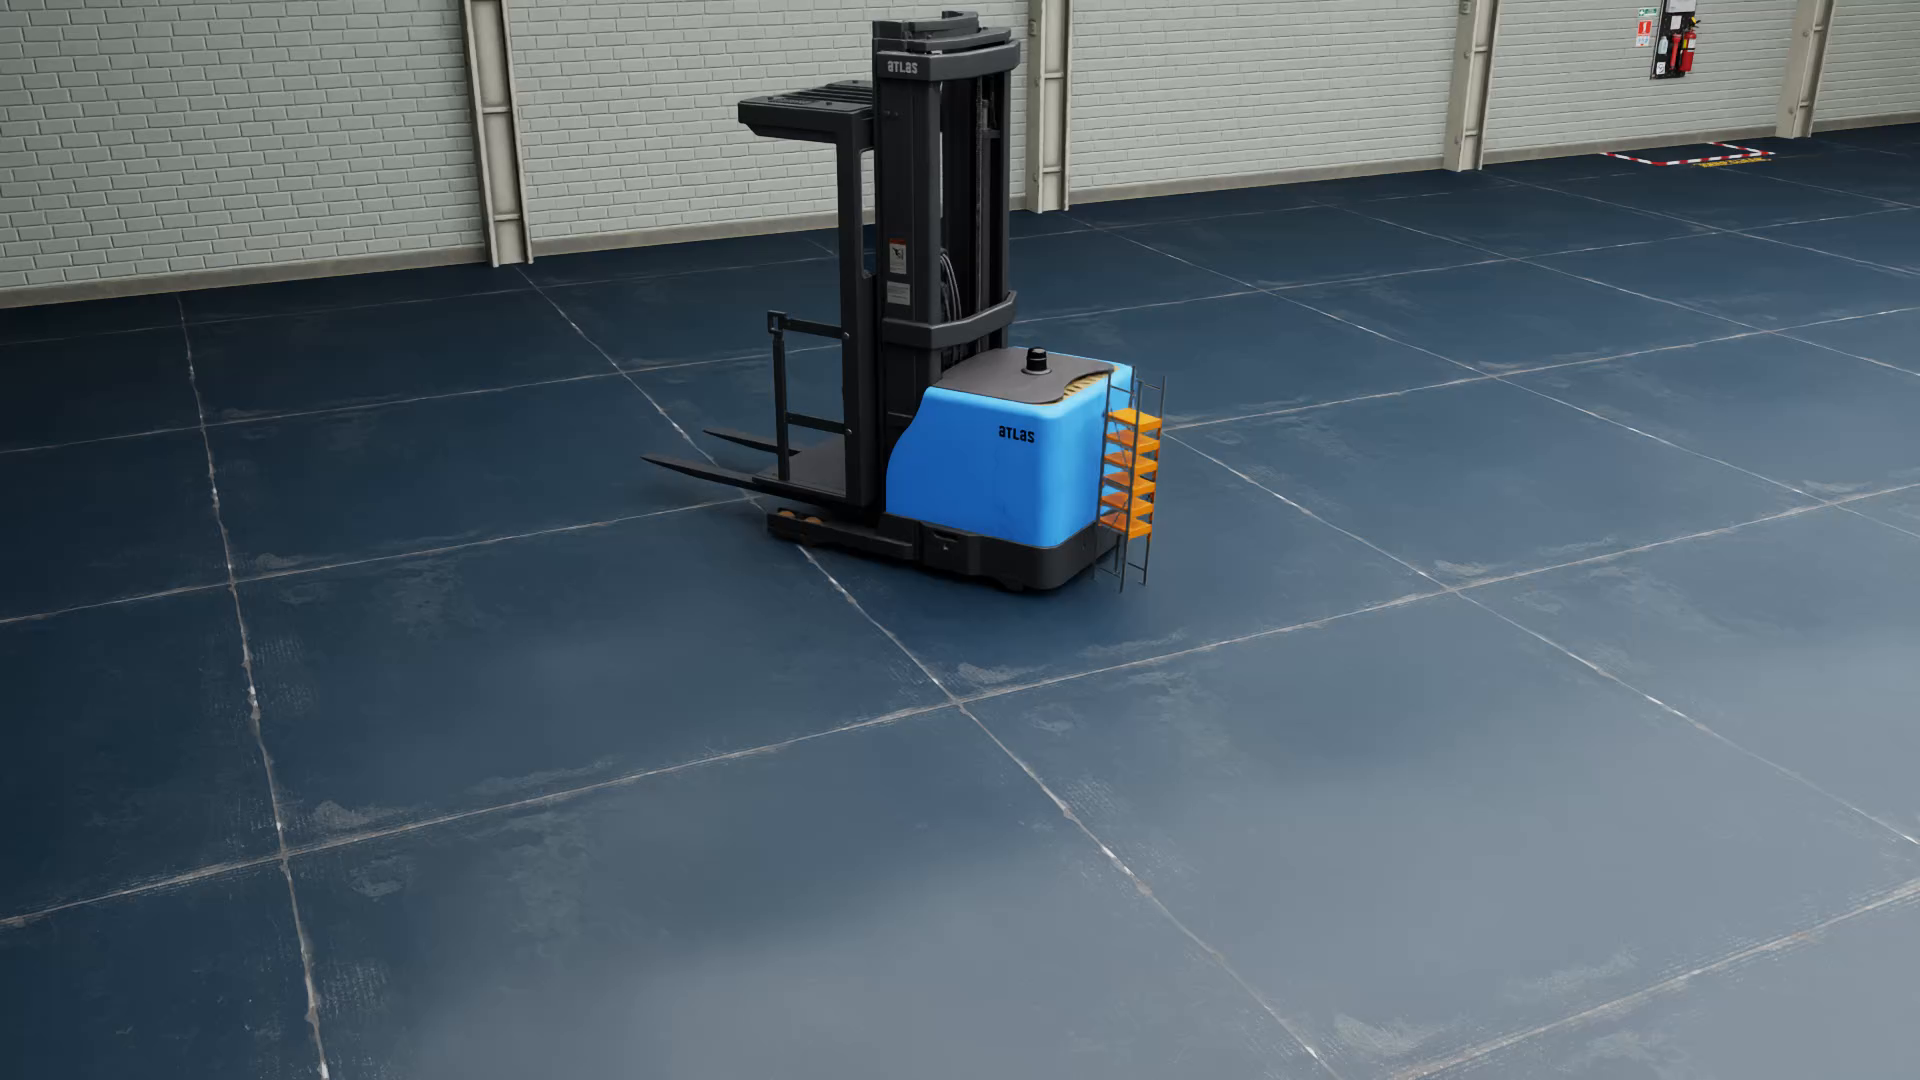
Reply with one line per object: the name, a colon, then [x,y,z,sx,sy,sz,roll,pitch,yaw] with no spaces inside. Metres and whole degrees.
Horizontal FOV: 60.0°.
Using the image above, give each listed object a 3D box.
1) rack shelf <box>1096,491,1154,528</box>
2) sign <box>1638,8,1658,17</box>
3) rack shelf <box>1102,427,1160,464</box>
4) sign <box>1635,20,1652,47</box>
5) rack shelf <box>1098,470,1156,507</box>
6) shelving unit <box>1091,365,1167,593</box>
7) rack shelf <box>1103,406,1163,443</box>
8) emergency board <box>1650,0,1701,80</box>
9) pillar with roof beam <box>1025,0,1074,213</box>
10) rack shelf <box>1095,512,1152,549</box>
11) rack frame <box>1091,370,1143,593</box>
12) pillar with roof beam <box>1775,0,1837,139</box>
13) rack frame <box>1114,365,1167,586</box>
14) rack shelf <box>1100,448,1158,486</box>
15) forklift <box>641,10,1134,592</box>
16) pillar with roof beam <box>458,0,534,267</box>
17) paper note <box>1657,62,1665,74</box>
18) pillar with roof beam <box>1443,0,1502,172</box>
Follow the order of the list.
rack shelf: [0.894,-0.170,9.003,0.180,0.103,0.258,-16,29,-39]
sign: [9.014,-6.915,21.793,0.331,0.109,0.001,-10,25,-24]
rack shelf: [0.911,-0.503,8.867,0.180,0.103,0.258,-16,29,-39]
sign: [9.006,-6.672,21.900,0.234,0.329,0.001,-10,25,-24]
rack shelf: [0.900,-0.281,8.958,0.180,0.103,0.258,-16,29,-39]
shelving unit: [0.902,-0.322,8.941,0.189,1.200,0.258,-16,29,-39]
rack shelf: [0.916,-0.614,8.822,0.180,0.103,0.258,-16,29,-39]
emergency board: [9.549,-6.712,22.042,0.643,1.169,0.194,-10,25,-24]
pillar with roof beam: [2.847,-6.406,13.461,0.400,9.000,9.100,-10,25,-24]
rack shelf: [0.889,-0.059,9.049,0.180,0.103,0.258,-16,29,-39]
rack frame: [0.833,-0.302,8.884,0.006,1.200,0.240,-16,29,-39]
pillar with roof beam: [13.659,-8.397,18.269,0.400,9.000,9.100,-10,25,-24]
rack frame: [0.970,-0.342,8.998,0.006,1.200,0.240,-16,29,-39]
rack shelf: [0.905,-0.392,8.913,0.180,0.103,0.258,-16,29,-39]
forklift: [-0.536,-1.479,9.490,3.031,2.935,1.130,13,26,29]
pillar with roof beam: [-2.560,-5.411,11.056,0.400,9.000,9.100,-10,25,-24]
paper note: [9.360,-6.299,22.197,0.142,0.148,0.016,-10,25,-24]
pillar with roof beam: [8.253,-7.401,15.865,0.400,9.000,9.100,-10,25,-24]
